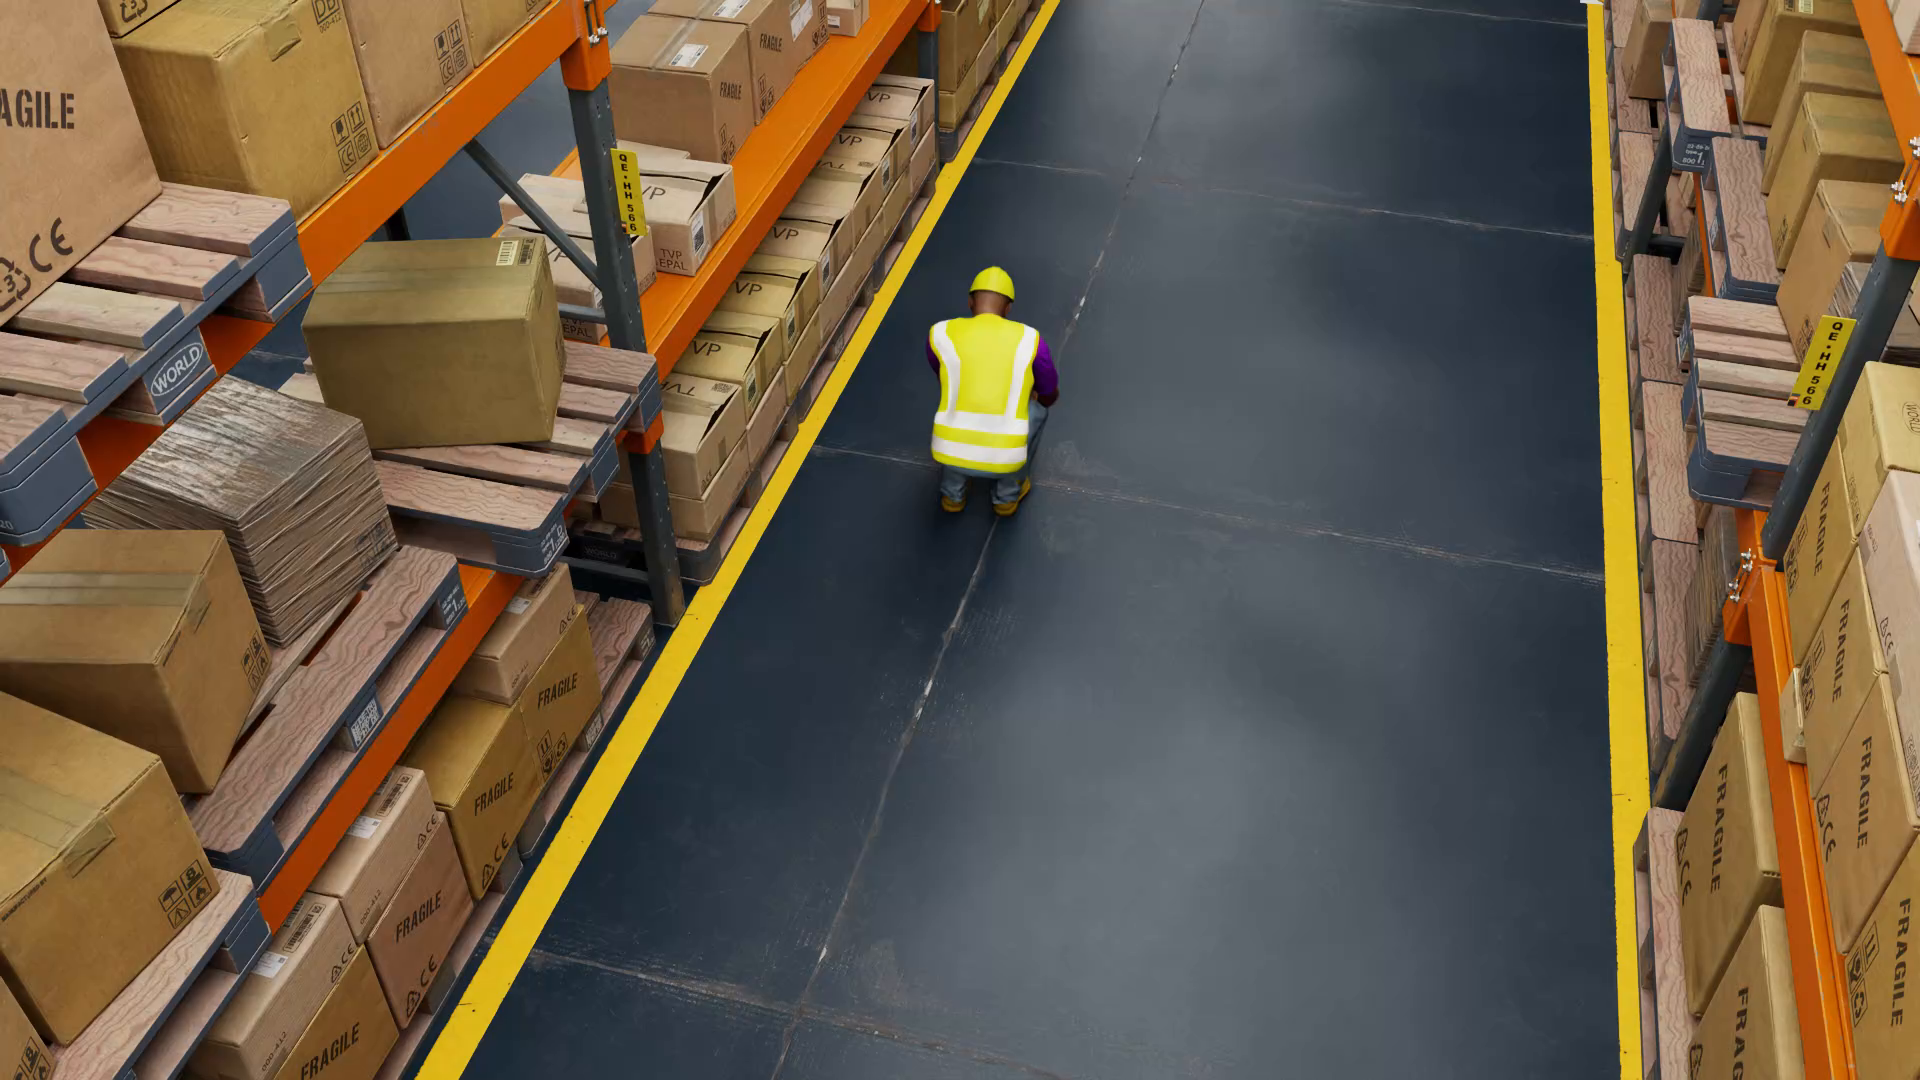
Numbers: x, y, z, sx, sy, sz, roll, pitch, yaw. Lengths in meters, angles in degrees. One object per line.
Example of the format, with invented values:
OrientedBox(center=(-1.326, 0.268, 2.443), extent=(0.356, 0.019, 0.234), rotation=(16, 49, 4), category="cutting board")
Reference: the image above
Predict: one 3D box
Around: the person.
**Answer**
OrientedBox(center=(0.123, -0.645, 7.480), extent=(0.593, 1.001, 0.862), rotation=(10, 42, 11), category="person")
